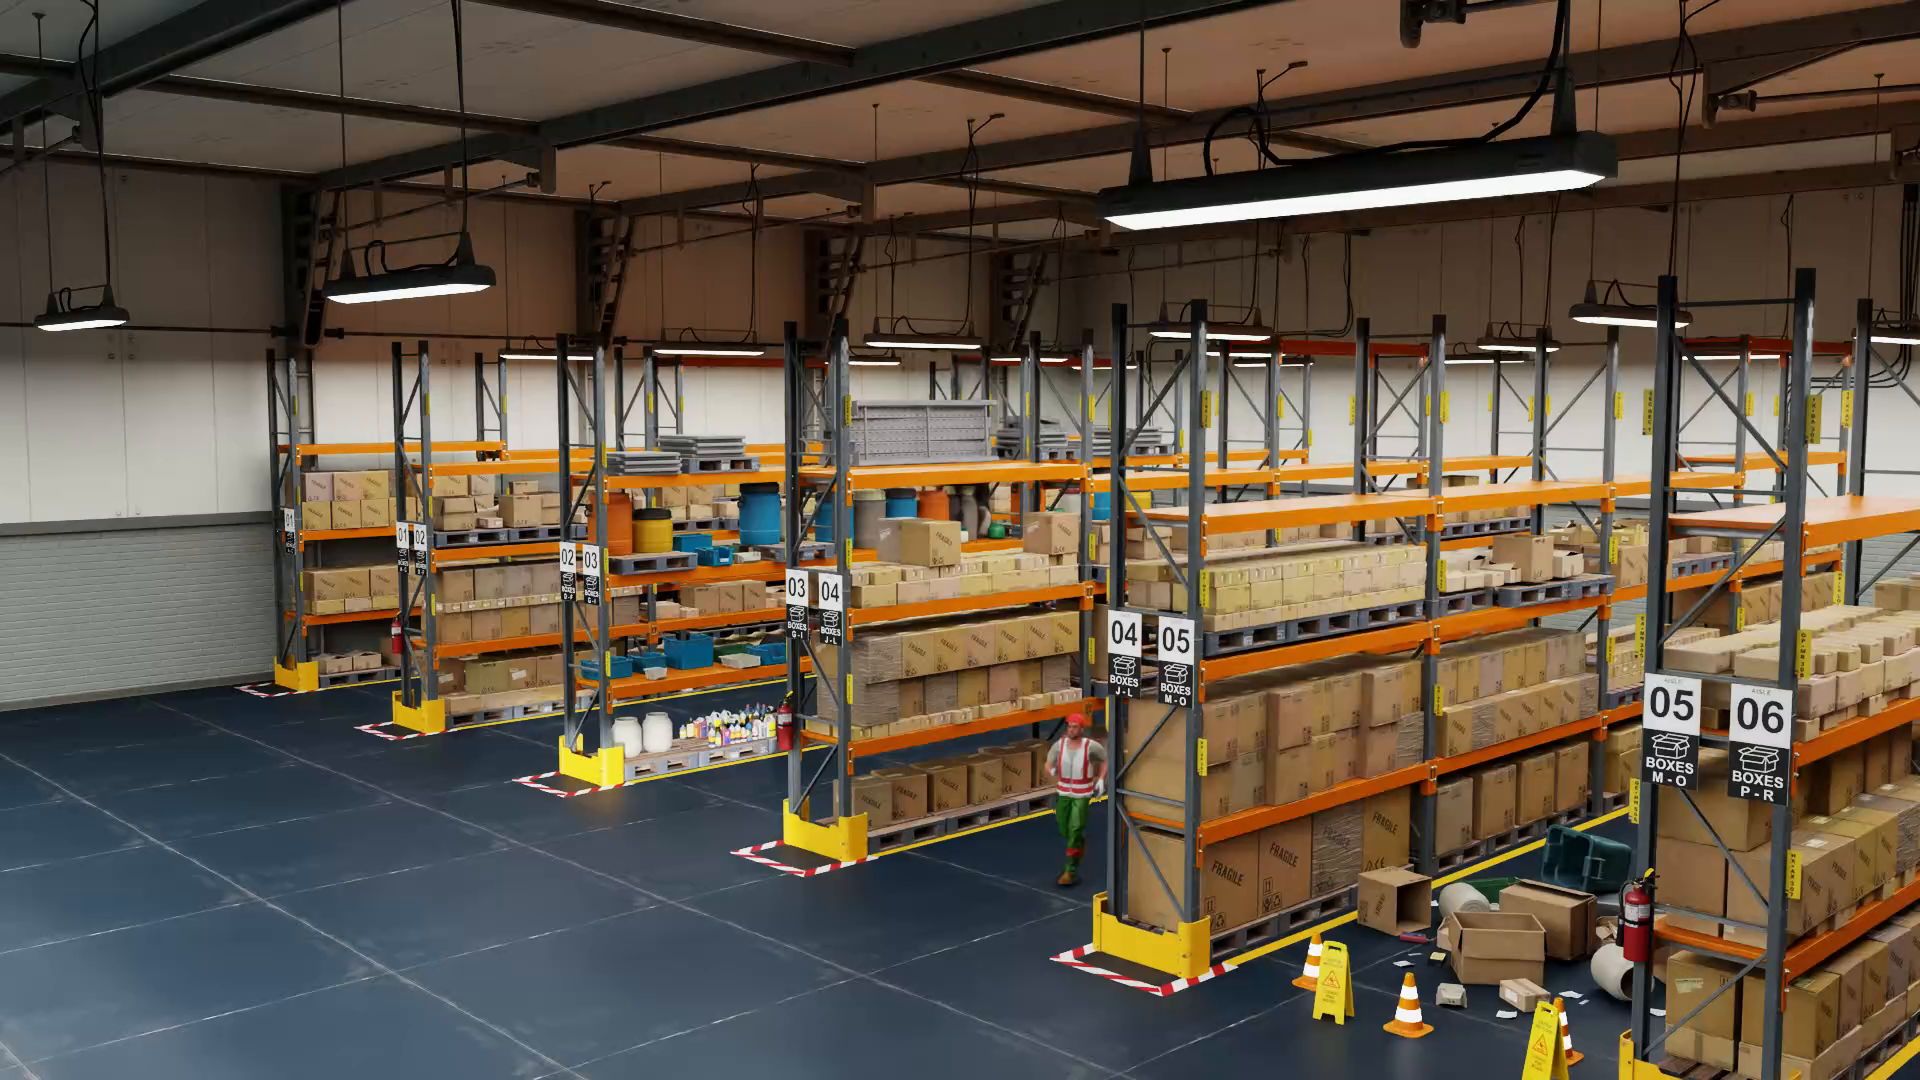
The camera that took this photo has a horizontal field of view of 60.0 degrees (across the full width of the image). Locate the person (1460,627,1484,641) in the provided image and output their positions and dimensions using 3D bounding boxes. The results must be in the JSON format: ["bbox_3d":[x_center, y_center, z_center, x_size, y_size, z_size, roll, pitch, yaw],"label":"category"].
[{"bbox_3d":[7.888,2.190,25.529,0.688,1.528,0.626,4,6,37],"label":"person"}]

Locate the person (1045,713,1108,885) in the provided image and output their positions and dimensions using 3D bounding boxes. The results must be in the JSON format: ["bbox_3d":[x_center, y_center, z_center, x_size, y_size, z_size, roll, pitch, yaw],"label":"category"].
[{"bbox_3d":[1.237,2.721,17.812,0.668,1.770,0.908,2,5,24],"label":"person"}]
